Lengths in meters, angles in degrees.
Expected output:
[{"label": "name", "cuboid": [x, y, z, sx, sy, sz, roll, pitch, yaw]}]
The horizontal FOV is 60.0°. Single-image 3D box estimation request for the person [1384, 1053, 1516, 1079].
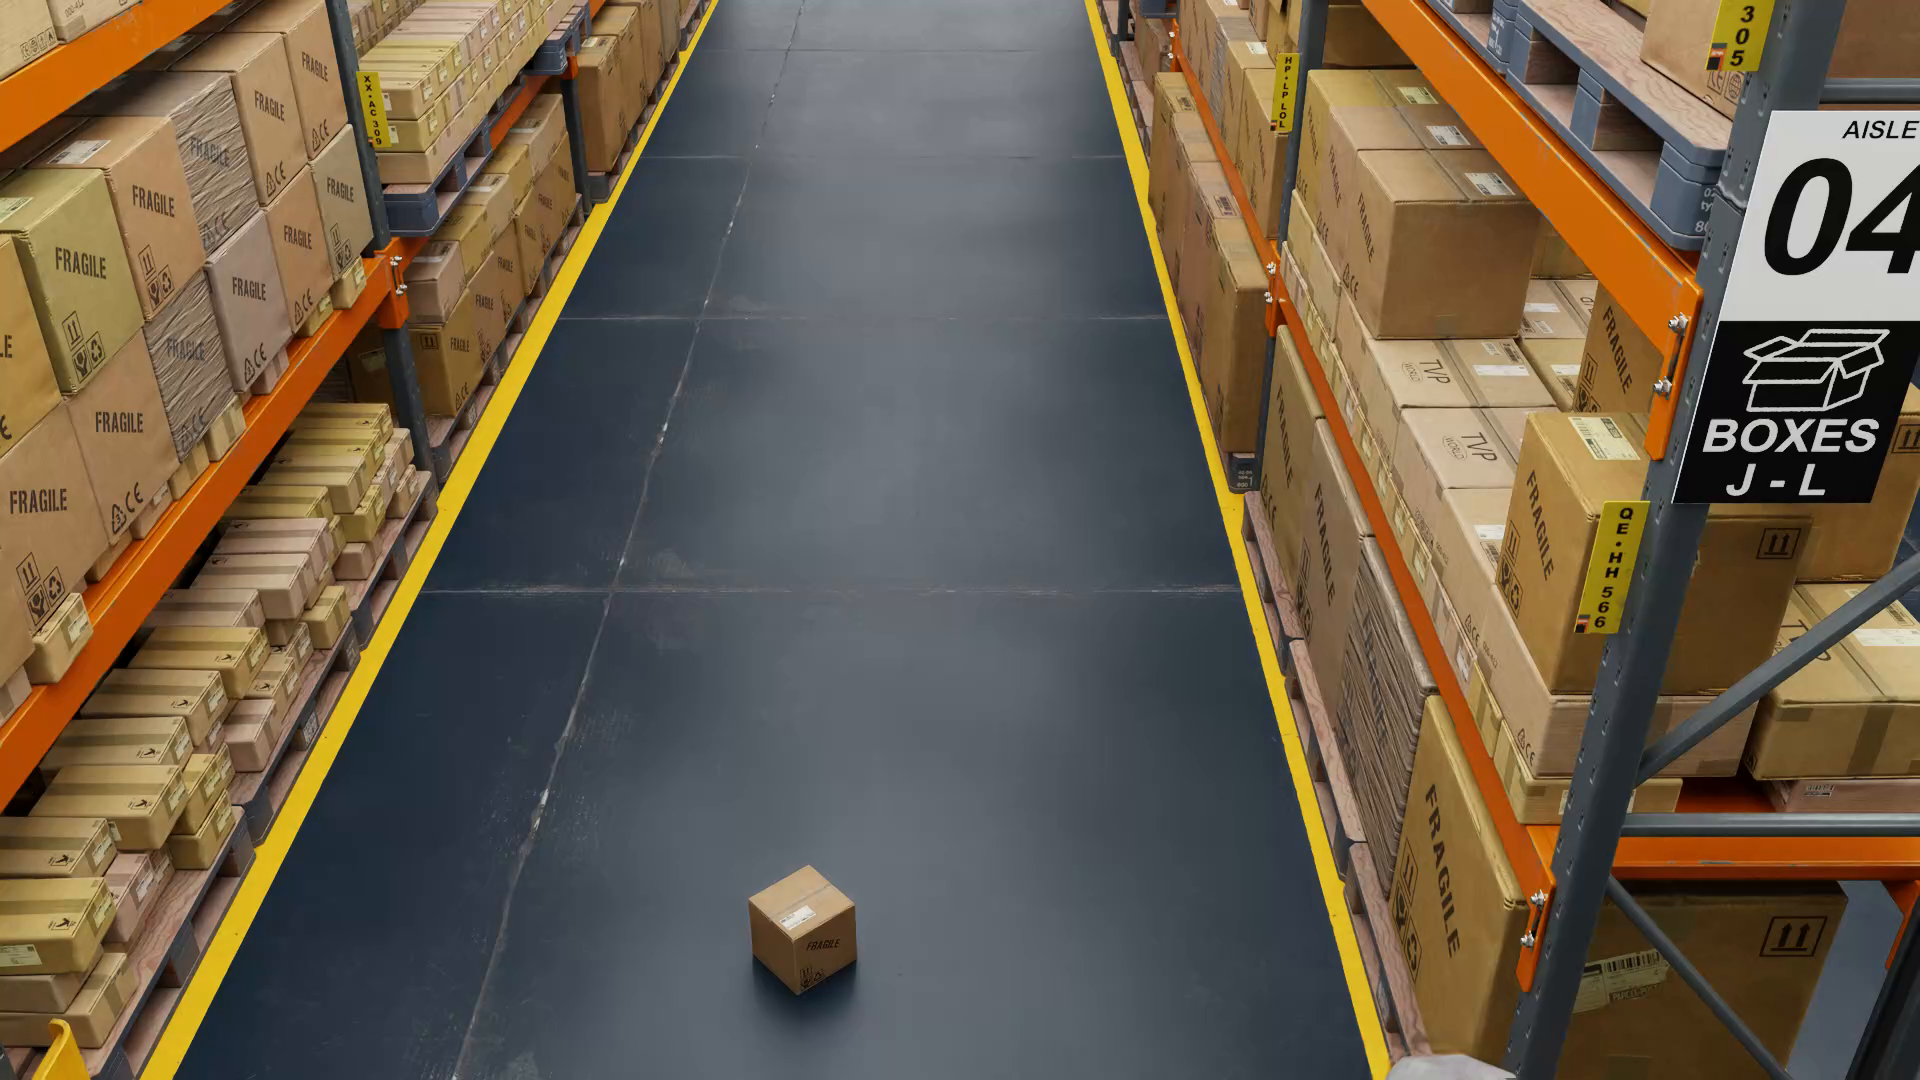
[{"label": "person", "cuboid": [0.841, 1.701, 3.314, 0.551, 1.726, 0.783, -22, 38, -32]}]
